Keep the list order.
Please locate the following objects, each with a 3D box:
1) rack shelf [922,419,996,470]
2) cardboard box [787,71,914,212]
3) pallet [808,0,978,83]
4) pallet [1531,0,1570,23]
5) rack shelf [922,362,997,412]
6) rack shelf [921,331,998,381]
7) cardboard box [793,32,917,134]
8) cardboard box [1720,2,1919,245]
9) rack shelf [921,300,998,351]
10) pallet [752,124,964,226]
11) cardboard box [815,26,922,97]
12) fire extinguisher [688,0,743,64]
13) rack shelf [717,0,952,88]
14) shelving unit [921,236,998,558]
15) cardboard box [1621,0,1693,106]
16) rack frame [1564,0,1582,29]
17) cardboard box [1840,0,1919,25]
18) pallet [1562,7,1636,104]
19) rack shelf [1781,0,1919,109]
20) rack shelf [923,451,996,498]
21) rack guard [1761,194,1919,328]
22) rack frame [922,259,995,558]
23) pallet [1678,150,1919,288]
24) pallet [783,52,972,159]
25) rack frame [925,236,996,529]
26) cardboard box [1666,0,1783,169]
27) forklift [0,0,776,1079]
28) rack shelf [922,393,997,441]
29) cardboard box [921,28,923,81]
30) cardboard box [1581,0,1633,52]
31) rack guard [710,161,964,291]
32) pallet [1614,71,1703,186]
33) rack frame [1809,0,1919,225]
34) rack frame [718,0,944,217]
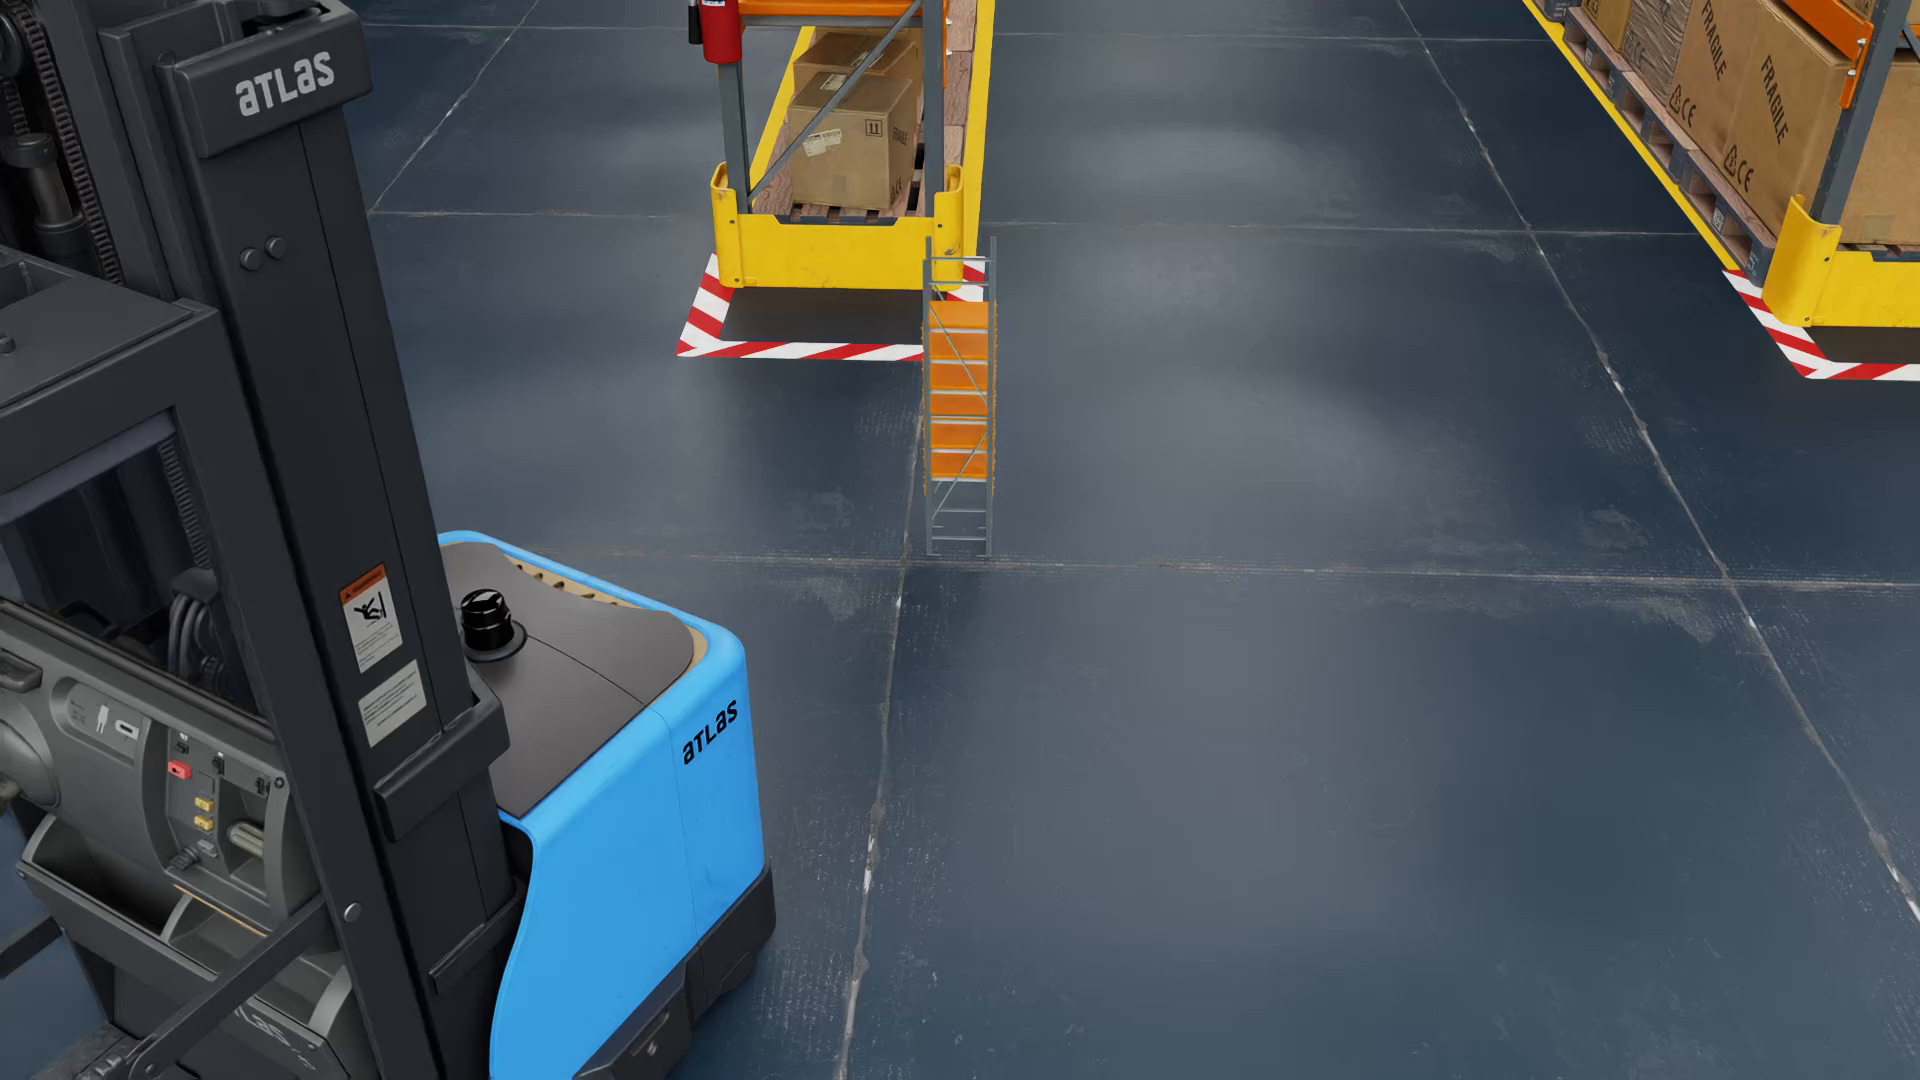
[{"bbox_3d":[-0.001,-0.348,5.988,0.258,0.103,0.180,1,35,2],"label":"rack shelf"},{"bbox_3d":[-0.533,-1.989,8.281,0.500,0.500,0.500,8,36,11],"label":"cardboard box"},{"bbox_3d":[-0.406,-3.252,10.694,1.003,0.211,1.213,1,35,2],"label":"pallet"},{"bbox_3d":[4.493,-3.912,11.632,1.003,0.211,1.213,1,35,2],"label":"pallet"},{"bbox_3d":[-0.001,-0.544,5.850,0.258,0.103,0.180,1,35,2],"label":"rack shelf"},{"bbox_3d":[-0.001,-0.643,5.781,0.258,0.103,0.180,1,35,2],"label":"rack shelf"},{"bbox_3d":[-0.544,-2.334,8.770,0.500,0.500,0.500,10,36,14],"label":"cardboard box"},{"bbox_3d":[4.338,-2.003,7.974,0.875,0.875,0.875,2,35,2],"label":"cardboard box"},{"bbox_3d":[-0.001,-0.741,5.712,0.258,0.103,0.180,1,35,2],"label":"rack shelf"},{"bbox_3d":[-0.504,-1.851,8.700,1.003,0.211,1.213,1,35,2],"label":"pallet"},{"bbox_3d":[-0.500,-2.693,9.282,0.500,0.500,0.500,4,35,6],"label":"cardboard box"},{"bbox_3d":[-1.040,-2.395,7.116,0.296,0.674,0.183,1,35,2],"label":"fire extinguisher"},{"bbox_3d":[-0.495,-3.337,9.014,1.077,0.370,4.000,1,35,2],"label":"rack shelf"},{"bbox_3d":[-0.001,-0.483,5.893,0.258,1.200,0.189,1,35,2],"label":"shelving unit"},{"bbox_3d":[4.410,-3.032,9.438,0.875,0.875,0.875,2,35,2],"label":"cardboard box"},{"bbox_3d":[4.537,-4.607,10.197,1.000,3.000,0.127,1,35,2],"label":"rack frame"},{"bbox_3d":[4.346,-2.585,7.189,0.875,0.550,0.550,1,35,2],"label":"cardboard box"},{"bbox_3d":[4.429,-3.031,10.380,1.003,0.211,1.213,1,35,2],"label":"pallet"},{"bbox_3d":[4.457,-3.164,8.769,1.077,0.370,4.000,1,35,2],"label":"rack shelf"},{"bbox_3d":[-0.001,-0.250,6.057,0.258,0.103,0.180,1,35,2],"label":"rack shelf"},{"bbox_3d":[4.376,-1.273,7.626,1.175,0.500,0.348,1,35,2],"label":"rack guard"},{"bbox_3d":[-0.004,-0.430,5.818,0.240,1.200,0.006,1,35,2],"label":"rack frame"},{"bbox_3d":[4.331,-1.629,8.385,1.003,0.211,1.213,1,35,2],"label":"pallet"},{"bbox_3d":[-0.452,-2.550,9.694,1.003,0.211,1.213,1,35,2],"label":"pallet"},{"bbox_3d":[0.003,-0.535,5.968,0.240,1.200,0.006,1,35,2],"label":"rack frame"},{"bbox_3d":[4.371,-2.508,8.693,0.875,0.875,0.875,1,35,1],"label":"cardboard box"},{"bbox_3d":[-1.689,0.501,2.988,1.130,2.935,3.031,19,39,24],"label":"forklift"},{"bbox_3d":[-0.001,-0.446,5.919,0.258,0.103,0.180,1,35,2],"label":"rack shelf"},{"bbox_3d":[-0.432,-3.012,9.736,0.500,0.500,0.500,-2,35,-2],"label":"cardboard box"},{"bbox_3d":[4.442,-3.550,10.175,0.875,0.875,0.875,2,35,3],"label":"cardboard box"},{"bbox_3d":[-0.572,-1.503,7.954,1.175,0.500,0.348,1,35,2],"label":"rack guard"},{"bbox_3d":[4.382,-2.329,9.380,1.003,0.211,1.213,1,35,2],"label":"pallet"},{"bbox_3d":[4.377,-2.309,6.927,1.000,3.000,0.127,1,35,2],"label":"rack frame"},{"bbox_3d":[-0.575,-2.482,7.173,1.000,3.000,0.127,1,35,2],"label":"rack frame"}]
